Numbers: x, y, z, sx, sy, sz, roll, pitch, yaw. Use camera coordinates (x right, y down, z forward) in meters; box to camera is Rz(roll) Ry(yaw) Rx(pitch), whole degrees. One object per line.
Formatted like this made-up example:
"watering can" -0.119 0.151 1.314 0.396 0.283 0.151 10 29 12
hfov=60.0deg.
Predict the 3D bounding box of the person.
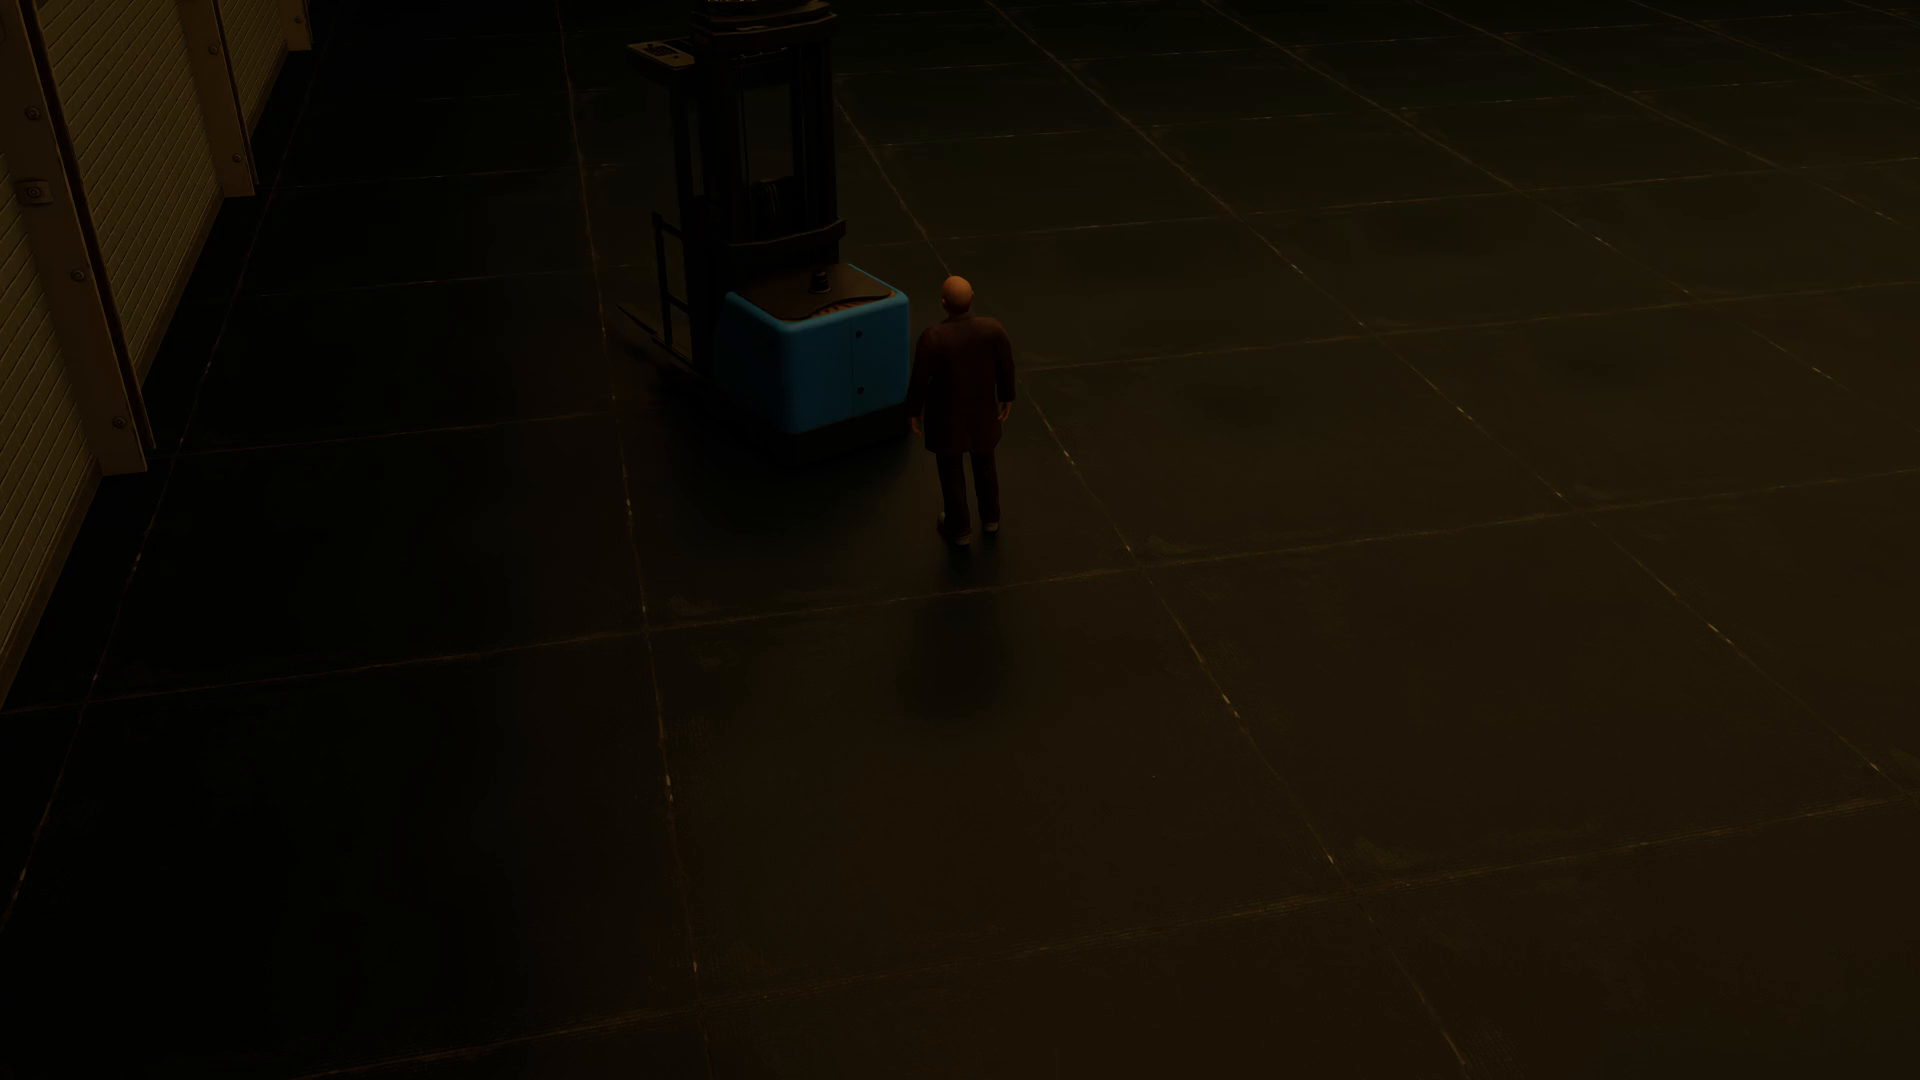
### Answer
"person" -0.018 -0.821 10.129 0.696 1.778 0.579 -7 31 -12

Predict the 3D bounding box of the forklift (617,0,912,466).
"forklift" -1.596 -2.453 11.811 1.130 2.935 3.031 -20 35 -30
